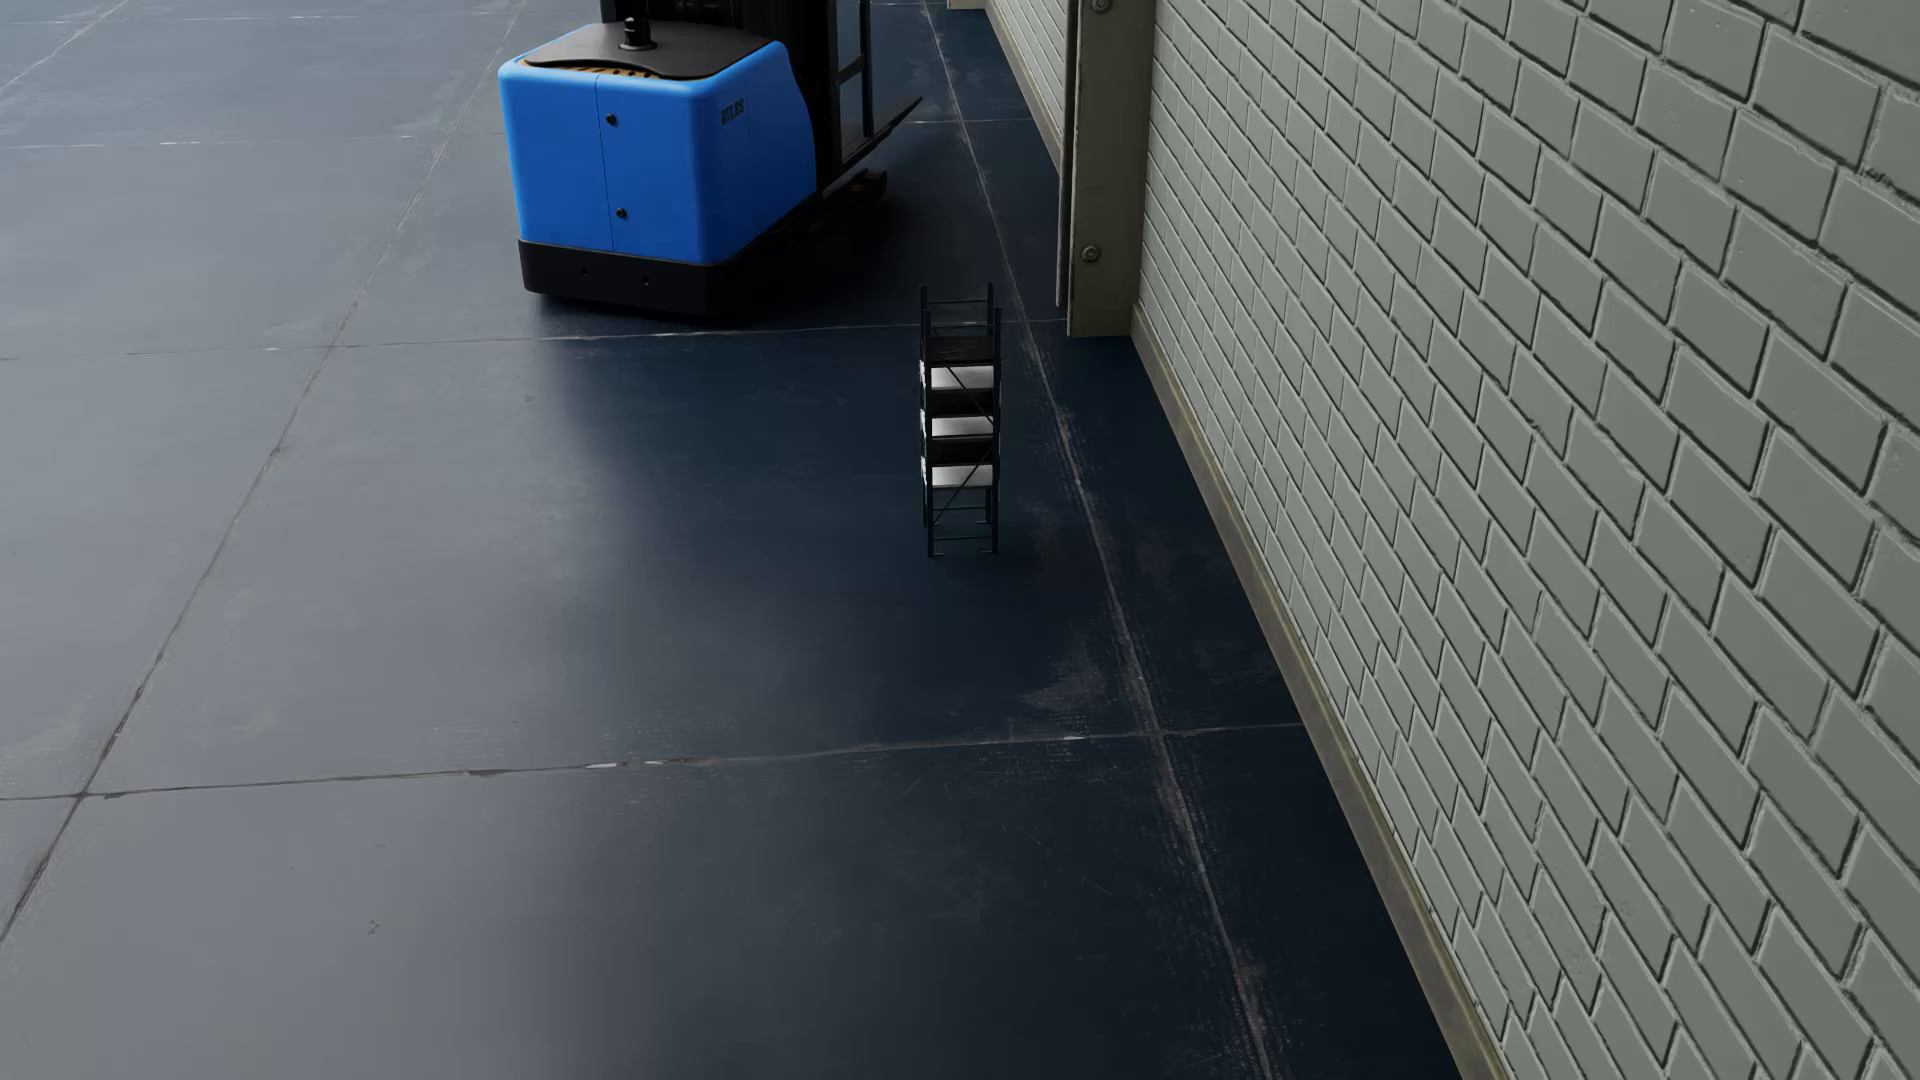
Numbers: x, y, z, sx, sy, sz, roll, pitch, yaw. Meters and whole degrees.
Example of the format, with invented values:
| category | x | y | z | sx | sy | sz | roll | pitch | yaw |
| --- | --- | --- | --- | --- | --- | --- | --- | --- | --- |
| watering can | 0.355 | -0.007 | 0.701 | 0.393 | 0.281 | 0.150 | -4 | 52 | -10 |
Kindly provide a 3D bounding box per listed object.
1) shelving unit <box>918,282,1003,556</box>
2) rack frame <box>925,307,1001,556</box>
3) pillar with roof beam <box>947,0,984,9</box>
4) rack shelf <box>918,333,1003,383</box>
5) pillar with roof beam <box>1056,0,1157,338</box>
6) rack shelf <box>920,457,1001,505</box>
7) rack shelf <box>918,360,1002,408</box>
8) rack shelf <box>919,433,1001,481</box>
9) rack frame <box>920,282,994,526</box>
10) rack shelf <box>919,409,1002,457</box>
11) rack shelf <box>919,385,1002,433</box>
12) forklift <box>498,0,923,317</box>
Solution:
| category | x | y | z | sx | sy | sz | roll | pitch | yaw |
| --- | --- | --- | --- | --- | --- | --- | --- | --- | --- |
| shelving unit | -0.001 | -0.390 | 5.526 | 0.258 | 0.900 | 0.210 | -3 | 31 | -5 |
| rack frame | 0.009 | -0.339 | 5.439 | 0.240 | 0.900 | 0.006 | -3 | 31 | -5 |
| pillar with roof beam | -4.239 | -7.709 | 9.880 | 9.100 | 9.000 | 0.400 | -3 | 31 | -5 |
| rack shelf | -0.001 | -0.594 | 5.405 | 0.258 | 0.077 | 0.200 | -3 | 31 | -5 |
| pillar with roof beam | -3.679 | -4.645 | 4.752 | 9.100 | 9.000 | 0.400 | -3 | 31 | -5 |
| rack shelf | -0.001 | -0.207 | 5.636 | 0.258 | 0.077 | 0.200 | -3 | 31 | -5 |
| rack shelf | -0.001 | -0.516 | 5.451 | 0.258 | 0.077 | 0.200 | -3 | 31 | -5 |
| rack shelf | -0.001 | -0.285 | 5.589 | 0.258 | 0.077 | 0.200 | -3 | 31 | -5 |
| rack frame | -0.010 | -0.442 | 5.613 | 0.240 | 0.900 | 0.006 | -3 | 31 | -5 |
| rack shelf | -0.001 | -0.362 | 5.543 | 0.258 | 0.077 | 0.200 | -3 | 31 | -5 |
| rack shelf | -0.001 | -0.439 | 5.497 | 0.258 | 0.077 | 0.200 | -3 | 31 | -5 |
| forklift | -1.021 | -2.971 | 7.866 | 1.130 | 2.935 | 3.031 | 10 | 32 | 16 |
